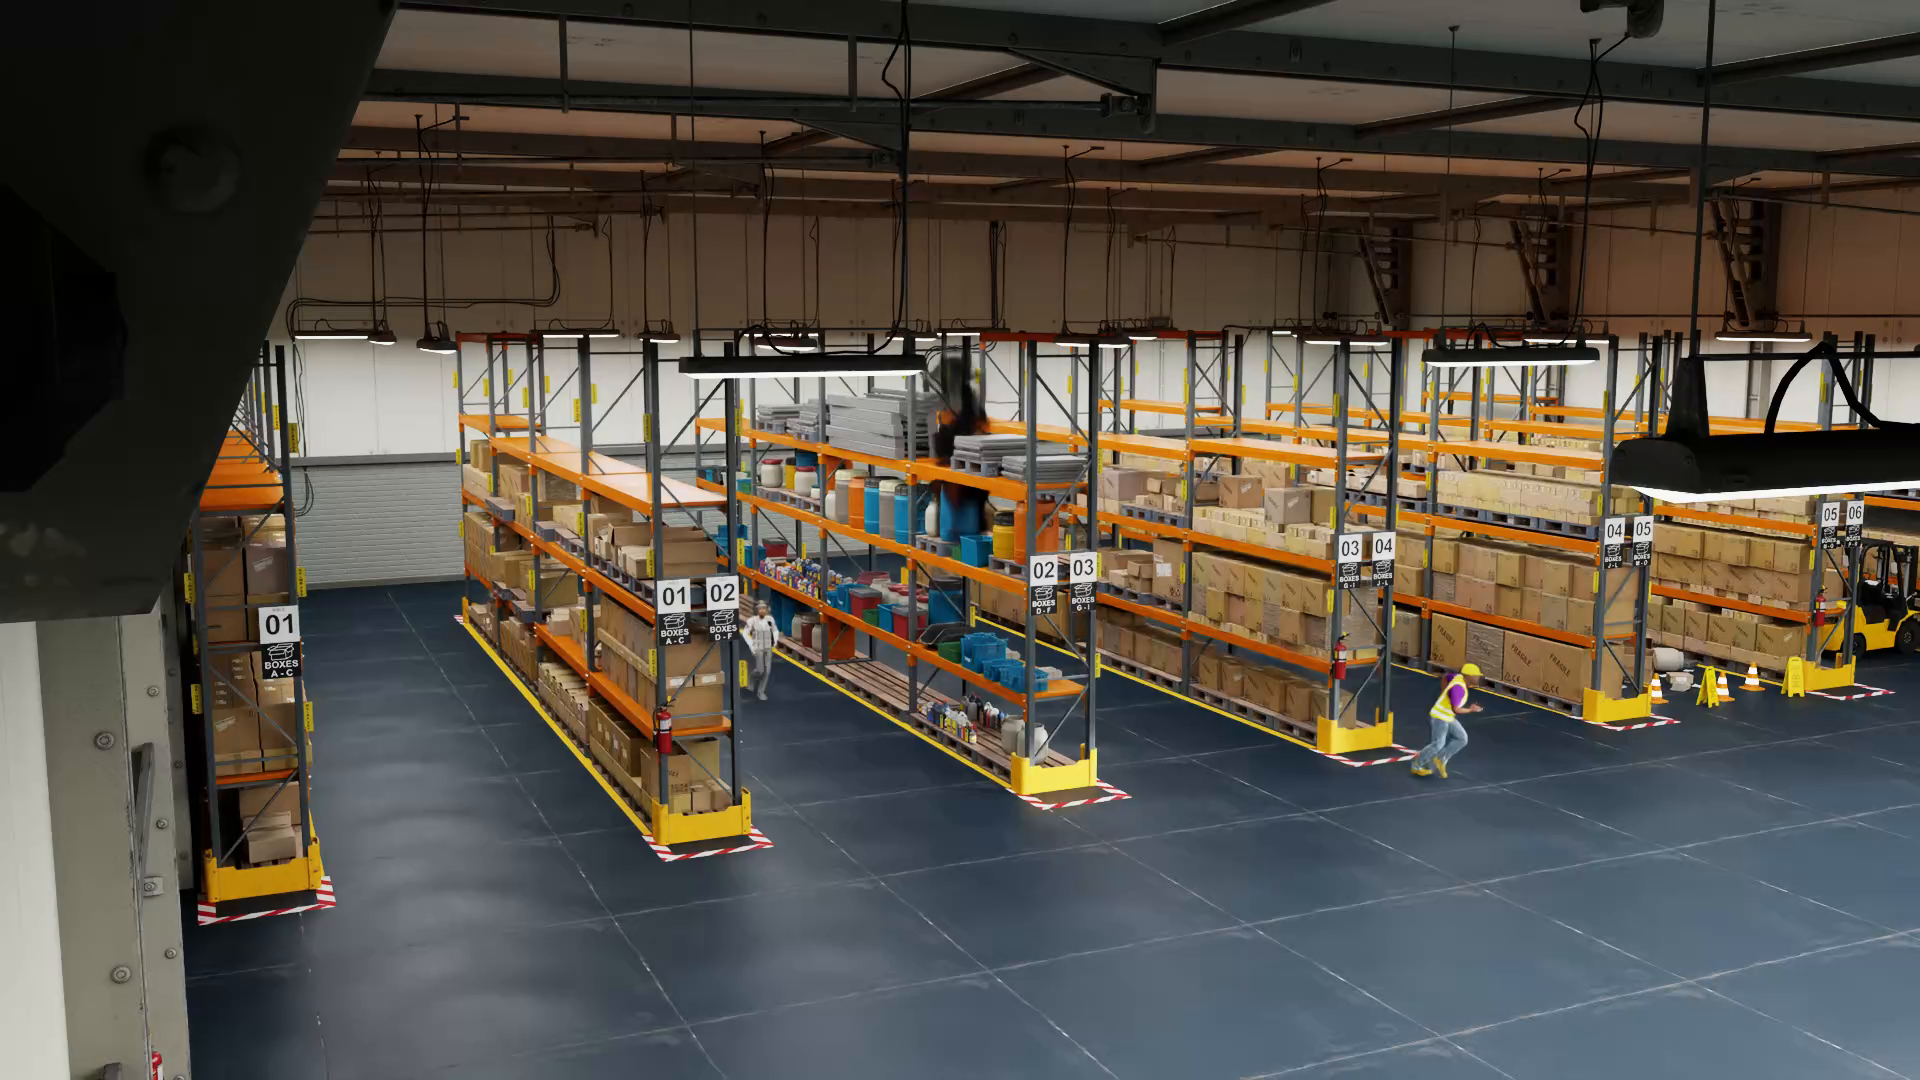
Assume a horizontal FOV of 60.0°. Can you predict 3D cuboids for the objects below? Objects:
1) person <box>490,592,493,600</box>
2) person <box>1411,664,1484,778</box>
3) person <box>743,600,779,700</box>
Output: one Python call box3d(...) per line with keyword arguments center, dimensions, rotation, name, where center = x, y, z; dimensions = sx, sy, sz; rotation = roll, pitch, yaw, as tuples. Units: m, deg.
box3d(center=(-9.906, 0.657, 35.937), dimensions=(0.696, 1.726, 0.742), rotation=(3, 8, 18), name="person")
box3d(center=(6.689, 2.471, 22.783), dimensions=(0.939, 1.628, 0.733), rotation=(3, 8, 22), name="person")
box3d(center=(-3.279, 1.805, 27.603), dimensions=(0.609, 1.671, 0.585), rotation=(-4, 9, -25), name="person")
